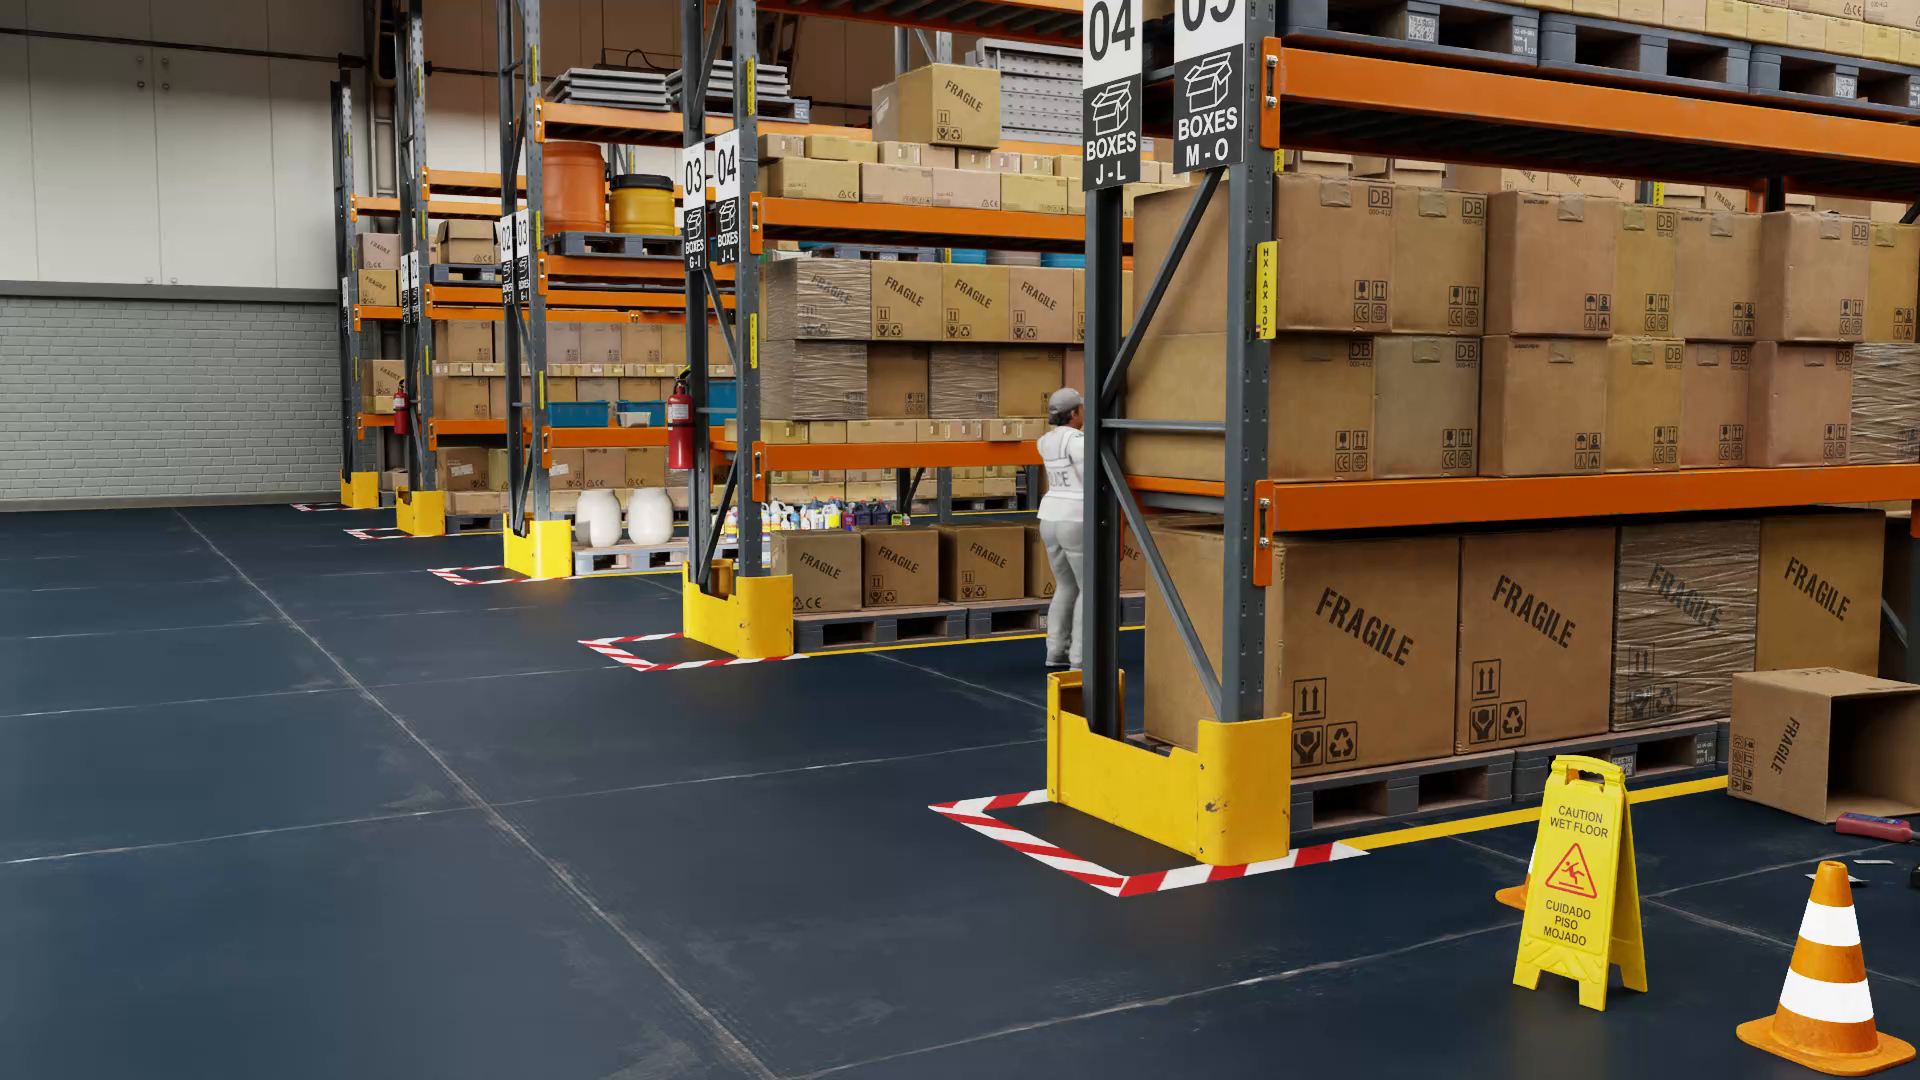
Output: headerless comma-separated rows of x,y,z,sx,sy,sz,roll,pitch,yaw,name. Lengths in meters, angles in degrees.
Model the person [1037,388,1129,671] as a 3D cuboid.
0.735,-0.063,9.753,0.541,1.653,0.452,-3,6,-28,person
